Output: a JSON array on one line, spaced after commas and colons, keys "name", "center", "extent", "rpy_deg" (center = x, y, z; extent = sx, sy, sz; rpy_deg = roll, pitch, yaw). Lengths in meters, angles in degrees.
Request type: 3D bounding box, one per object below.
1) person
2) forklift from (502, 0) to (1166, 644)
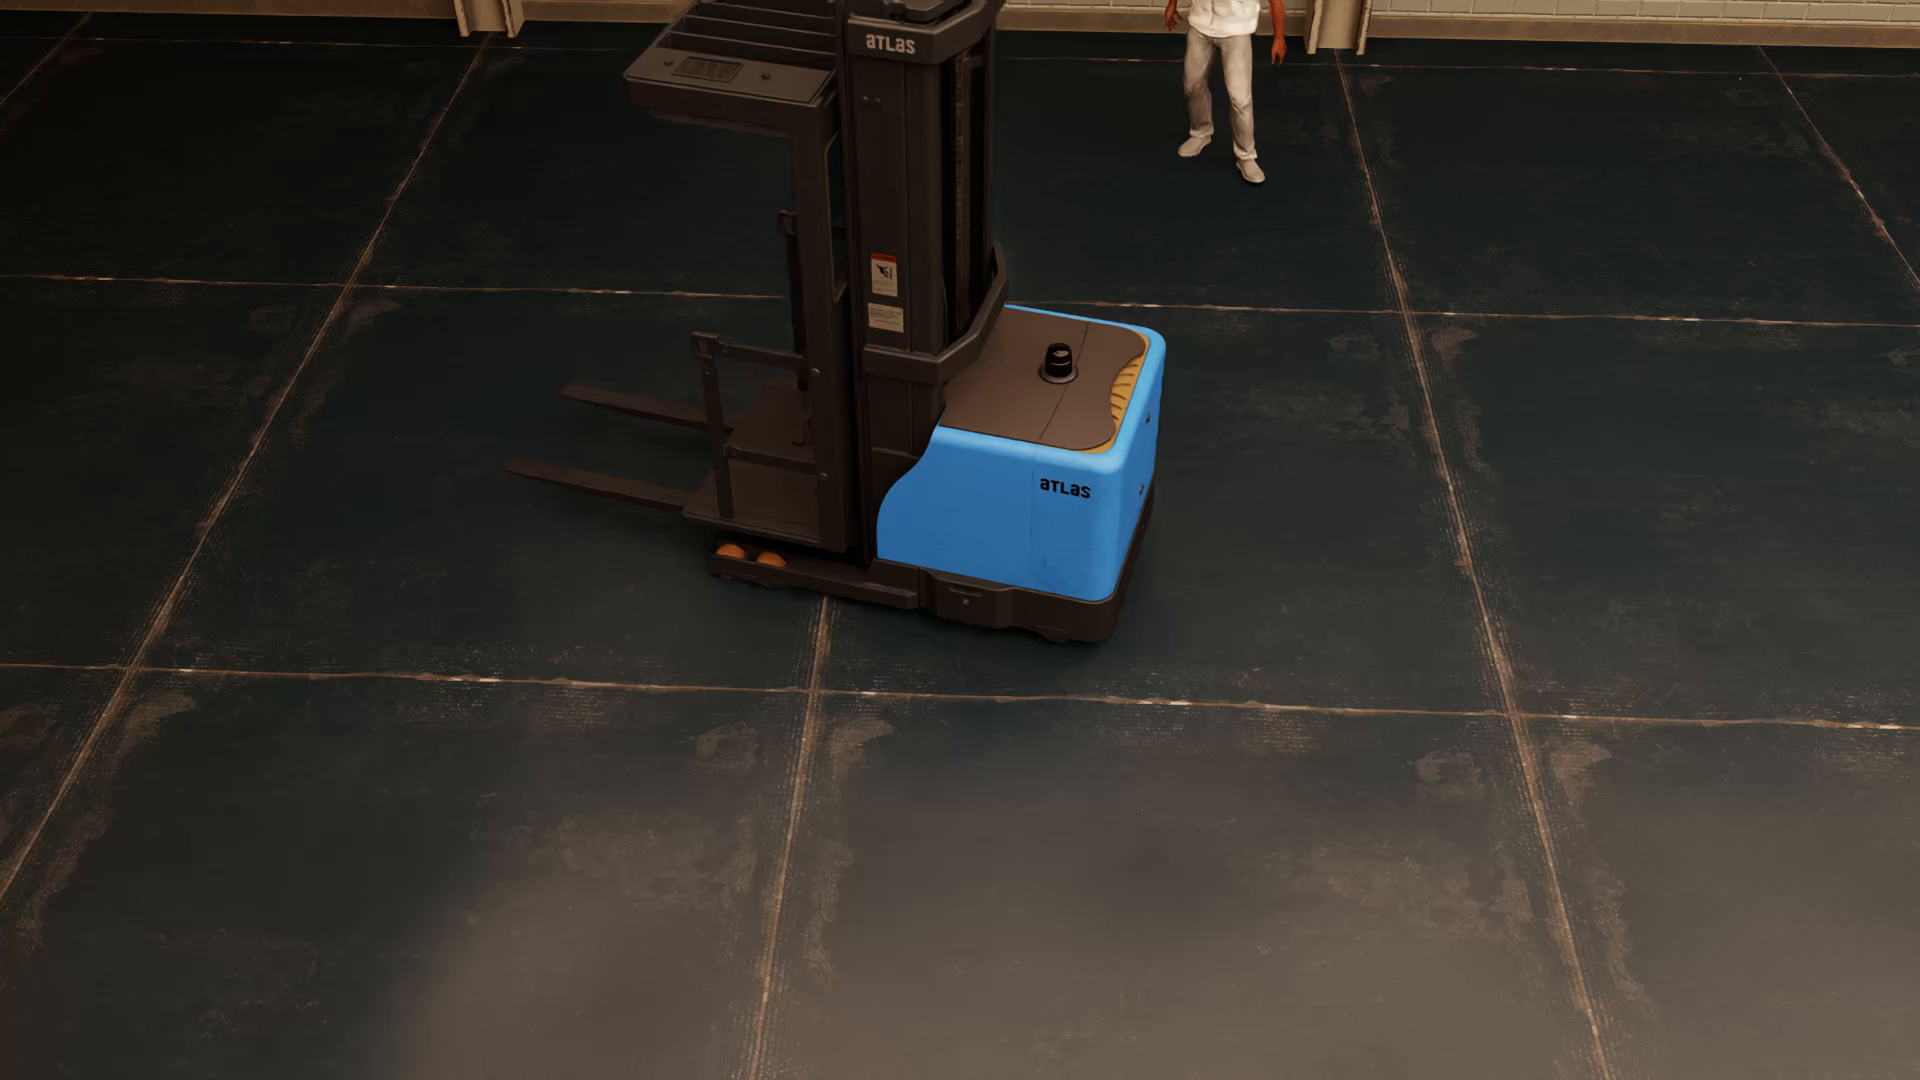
[{"name": "person", "center": [1.574, -3.065, 9.995], "extent": [0.883, 1.731, 0.461], "rpy_deg": [25, 48, 25]}, {"name": "forklift", "center": [-0.654, -1.192, 7.048], "extent": [3.031, 2.935, 1.130], "rpy_deg": [11, 44, 12]}]
